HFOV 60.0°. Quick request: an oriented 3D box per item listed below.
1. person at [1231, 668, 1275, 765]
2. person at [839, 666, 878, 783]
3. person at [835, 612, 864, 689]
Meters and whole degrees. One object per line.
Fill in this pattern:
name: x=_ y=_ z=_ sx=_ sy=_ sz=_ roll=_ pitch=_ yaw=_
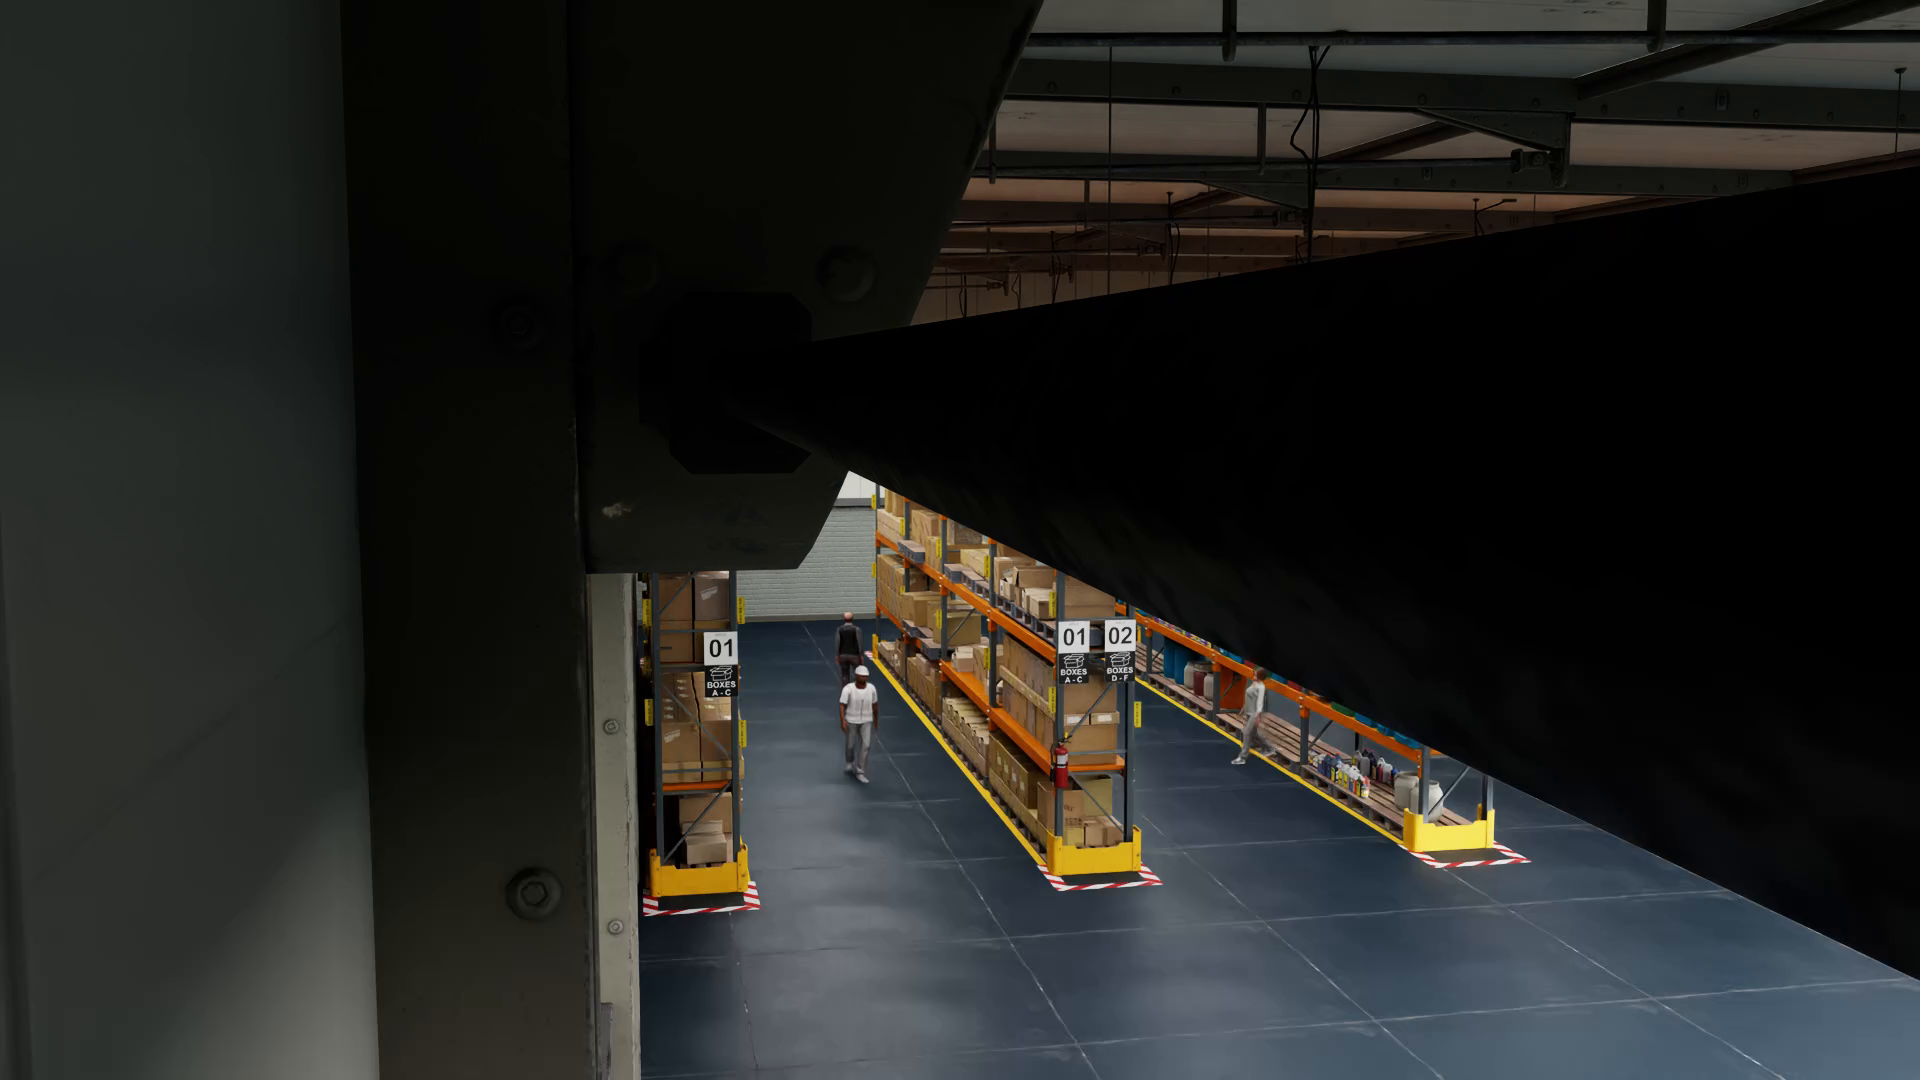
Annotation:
person: x=4.710 y=2.824 z=26.656 sx=0.815 sy=1.513 sz=0.520 roll=-2 pitch=6 yaw=-19
person: x=-1.556 y=2.832 z=25.831 sx=0.665 sy=1.765 sz=0.774 roll=-2 pitch=6 yaw=-19
person: x=-2.110 y=2.232 z=31.672 sx=0.570 sy=1.721 sz=0.502 roll=1 pitch=6 yaw=13
